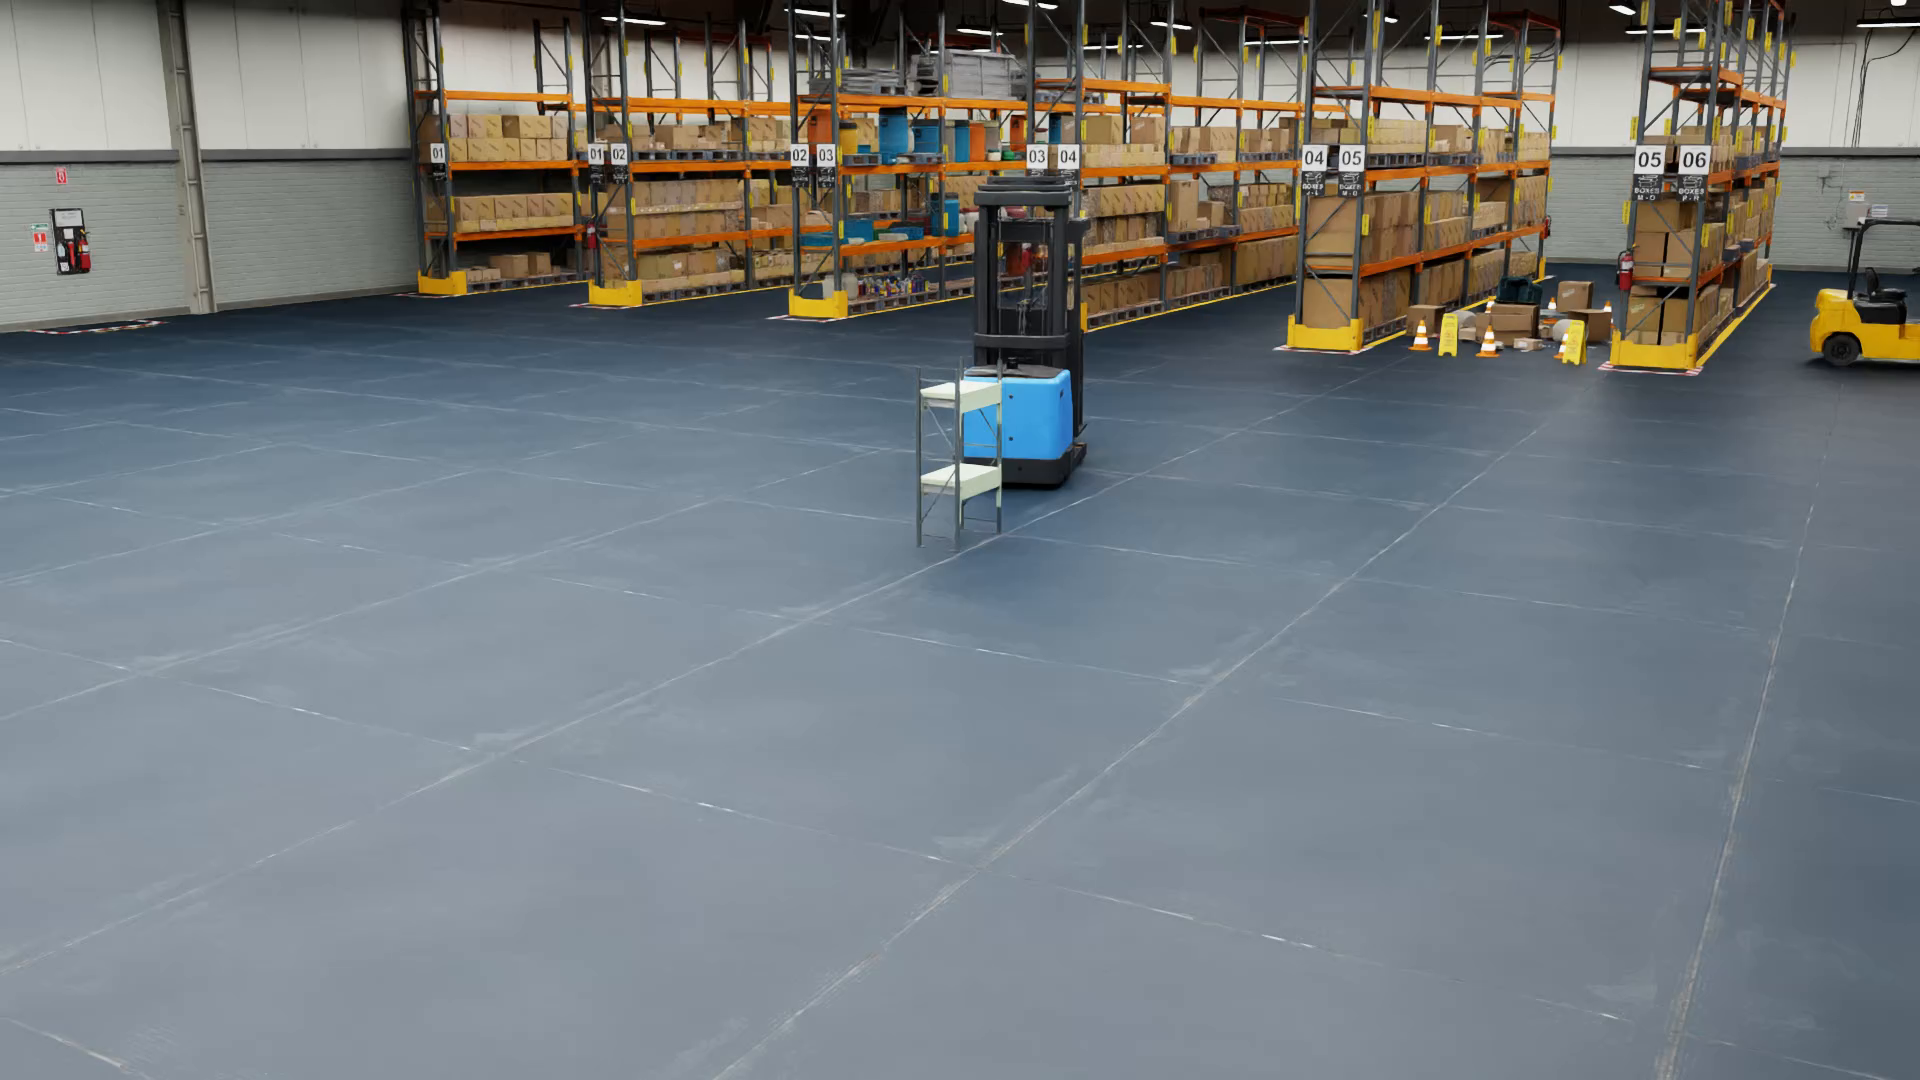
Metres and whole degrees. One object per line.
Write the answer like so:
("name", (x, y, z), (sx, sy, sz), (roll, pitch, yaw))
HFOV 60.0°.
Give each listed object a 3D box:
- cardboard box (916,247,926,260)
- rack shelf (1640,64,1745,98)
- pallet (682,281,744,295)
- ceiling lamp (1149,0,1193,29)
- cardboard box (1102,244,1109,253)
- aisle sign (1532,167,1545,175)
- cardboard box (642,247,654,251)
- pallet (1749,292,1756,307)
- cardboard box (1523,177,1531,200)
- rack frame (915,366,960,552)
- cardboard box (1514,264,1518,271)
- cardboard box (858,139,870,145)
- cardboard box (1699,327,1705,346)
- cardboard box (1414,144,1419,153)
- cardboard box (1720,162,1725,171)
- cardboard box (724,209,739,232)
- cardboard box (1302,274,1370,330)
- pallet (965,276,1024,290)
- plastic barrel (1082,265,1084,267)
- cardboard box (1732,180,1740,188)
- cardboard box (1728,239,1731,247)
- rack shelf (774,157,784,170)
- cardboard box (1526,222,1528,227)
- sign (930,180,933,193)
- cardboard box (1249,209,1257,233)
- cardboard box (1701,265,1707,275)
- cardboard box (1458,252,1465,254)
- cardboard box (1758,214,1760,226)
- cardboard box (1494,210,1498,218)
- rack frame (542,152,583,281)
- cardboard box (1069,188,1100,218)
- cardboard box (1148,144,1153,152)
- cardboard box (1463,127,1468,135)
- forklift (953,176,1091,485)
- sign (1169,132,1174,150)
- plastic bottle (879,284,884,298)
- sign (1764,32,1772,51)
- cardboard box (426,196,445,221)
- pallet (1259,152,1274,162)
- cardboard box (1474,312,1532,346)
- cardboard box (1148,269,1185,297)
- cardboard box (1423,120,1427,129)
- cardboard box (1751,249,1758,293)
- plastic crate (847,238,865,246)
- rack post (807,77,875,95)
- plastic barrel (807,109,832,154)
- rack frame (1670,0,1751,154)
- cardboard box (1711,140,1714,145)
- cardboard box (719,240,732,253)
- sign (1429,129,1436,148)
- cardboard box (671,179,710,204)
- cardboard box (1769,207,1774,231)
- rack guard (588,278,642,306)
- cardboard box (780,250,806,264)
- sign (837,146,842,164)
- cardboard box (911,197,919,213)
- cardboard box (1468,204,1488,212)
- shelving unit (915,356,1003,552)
("cardboard box", (-1.227, -7.620, 43.635), (0.500, 0.500, 0.500), (7, 15, 28))
("rack shelf", (11.272, -7.022, 25.504), (1.077, 0.370, 4.000), (7, 15, 28))
("pallet", (-5.528, -5.600, 36.810), (1.003, 0.211, 1.213), (7, 15, 28))
("ceiling lamp", (5.142, -13.459, 38.205), (0.800, 3.185, 2.000), (7, 15, 28))
("cardboard box", (2.478, -5.282, 30.079), (0.380, 0.149, 0.250), (7, 15, 28))
("aisle sign", (13.956, -9.115, 39.893), (0.394, 0.787, 0.004), (7, 15, 28))
("cardboard box", (-8.164, -7.247, 42.090), (0.700, 0.500, 0.500), (7, 15, 28))
("pallet", (15.799, -4.987, 34.267), (1.003, 0.211, 1.213), (7, 15, 28))
("cardboard box", (12.663, -8.001, 37.841), (0.500, 0.500, 0.500), (8, 16, 29))
("rack frame", (-0.180, -0.653, 13.541), (0.400, 1.500, 0.023), (7, 15, 28))
("cardboard box", (12.596, -6.275, 38.214), (0.380, 0.149, 0.250), (8, 16, 31))
("cardboard box", (-2.745, -9.639, 41.002), (0.910, 0.500, 0.500), (7, 15, 28))
("cardboard box", (11.190, -3.153, 25.681), (0.500, 0.250, 0.500), (8, 16, 30))
("cardboard box", (7.715, -6.781, 28.786), (0.380, 0.149, 0.250), (8, 16, 29))
("cardboard box", (11.843, -5.895, 26.221), (0.380, 0.149, 0.250), (8, 16, 30))
("cardboard box", (-5.316, -7.070, 36.748), (0.700, 0.500, 0.500), (7, 15, 27))
("cardboard box", (6.193, -3.905, 27.469), (0.875, 0.875, 0.875), (7, 15, 28))
("pallet", (0.753, -5.862, 37.899), (1.003, 0.211, 1.213), (7, 15, 28))
("plastic barrel", (2.817, -7.267, 41.359), (0.600, 0.901, 0.708), (7, 15, 28))
("cardboard box", (16.199, -7.500, 35.013), (0.380, 0.149, 0.250), (8, 16, 29))
("cardboard box", (12.911, -5.078, 28.335), (0.380, 0.149, 0.250), (8, 16, 29))
("rack shelf", (-4.611, -10.834, 47.708), (1.077, 0.370, 4.000), (7, 15, 28))
("cardboard box", (13.048, -7.394, 38.841), (0.380, 0.149, 0.250), (7, 15, 26))
("sign", (-0.752, -9.256, 43.555), (0.100, 0.325, 0.005), (7, 15, 28))
("cardboard box", (6.218, -7.035, 36.600), (0.500, 0.500, 0.500), (7, 15, 27))
("cardboard box", (11.122, -4.117, 25.245), (0.380, 0.149, 0.250), (8, 16, 29))
("cardboard box", (10.385, -5.959, 35.190), (0.500, 0.250, 0.500), (8, 16, 29))
("cardboard box", (16.106, -6.561, 34.102), (0.500, 0.250, 0.500), (7, 15, 28))
("cardboard box", (11.327, -7.010, 35.717), (0.380, 0.149, 0.250), (7, 15, 26))
("rack frame", (-9.445, -7.674, 39.465), (1.000, 3.000, 0.127), (7, 15, 28))
("cardboard box", (2.134, -5.931, 29.254), (0.500, 0.500, 0.500), (7, 15, 28))
("cardboard box", (3.405, -7.364, 31.250), (0.380, 0.149, 0.250), (7, 15, 25))
("cardboard box", (10.362, -8.486, 34.586), (0.396, 0.266, 0.258), (7, 15, 28))
("forklift", (0.735, -2.258, 17.146), (1.130, 2.935, 3.031), (3, 14, 11))
("sign", (4.042, -7.640, 31.821), (0.100, 0.325, 0.005), (7, 15, 28))
("plastic bottle", (-1.557, -4.955, 33.070), (0.097, 0.271, 0.097), (0, 14, 0))
("sign", (14.652, -9.038, 30.160), (0.100, 0.325, 0.005), (7, 15, 28))
("cardboard box", (-11.337, -7.276, 36.490), (0.500, 0.500, 0.500), (7, 15, 27))
("pallet", (6.300, -8.545, 37.082), (1.003, 0.211, 1.213), (8, 16, 31))
("cardboard box", (8.938, -3.481, 27.397), (0.797, 0.503, 0.637), (-3, 14, -11))
("cardboard box", (4.126, -5.208, 33.632), (0.700, 0.500, 0.500), (7, 15, 28))
("cardboard box", (7.959, -7.273, 29.127), (0.380, 0.149, 0.250), (7, 15, 28))
("cardboard box", (15.876, -5.544, 34.267), (0.875, 0.875, 0.875), (8, 16, 30))
("plastic crate", (-1.992, -5.750, 32.047), (0.298, 0.136, 0.250), (7, 15, 28))
("rack post", (-2.229, -8.545, 31.344), (0.937, 0.300, 0.954), (9, 16, 34))
("plastic barrel", (-2.582, -7.716, 31.427), (0.600, 0.830, 0.708), (7, 15, 28))
("rack frame", (12.239, -7.784, 27.121), (1.000, 3.000, 0.127), (7, 15, 28))
("cardboard box", (10.938, -5.918, 24.617), (0.380, 0.149, 0.250), (7, 15, 28))
("cardboard box", (-6.612, -7.969, 44.379), (0.750, 0.750, 0.750), (7, 15, 28))
("sign", (8.343, -7.093, 29.384), (0.100, 0.325, 0.005), (7, 15, 28))
("cardboard box", (-5.801, -7.495, 35.740), (0.700, 0.500, 0.500), (7, 15, 28))
("cardboard box", (18.038, -7.249, 37.490), (0.500, 0.500, 0.500), (7, 15, 28))
("rack guard", (-7.052, -5.073, 34.009), (1.175, 0.500, 0.348), (7, 15, 28))
("cardboard box", (-3.947, -6.626, 38.891), (0.500, 0.311, 0.500), (8, 16, 30))
("sign", (-2.227, -7.130, 30.790), (0.100, 0.325, 0.005), (7, 15, 28))
("cardboard box", (-1.222, -8.935, 44.483), (0.500, 0.500, 0.500), (8, 16, 29))
("cardboard box", (10.817, -6.942, 34.801), (0.380, 0.149, 0.250), (8, 16, 30))
("shelving unit", (-0.003, -0.728, 13.852), (0.431, 1.500, 0.755), (7, 15, 28))
